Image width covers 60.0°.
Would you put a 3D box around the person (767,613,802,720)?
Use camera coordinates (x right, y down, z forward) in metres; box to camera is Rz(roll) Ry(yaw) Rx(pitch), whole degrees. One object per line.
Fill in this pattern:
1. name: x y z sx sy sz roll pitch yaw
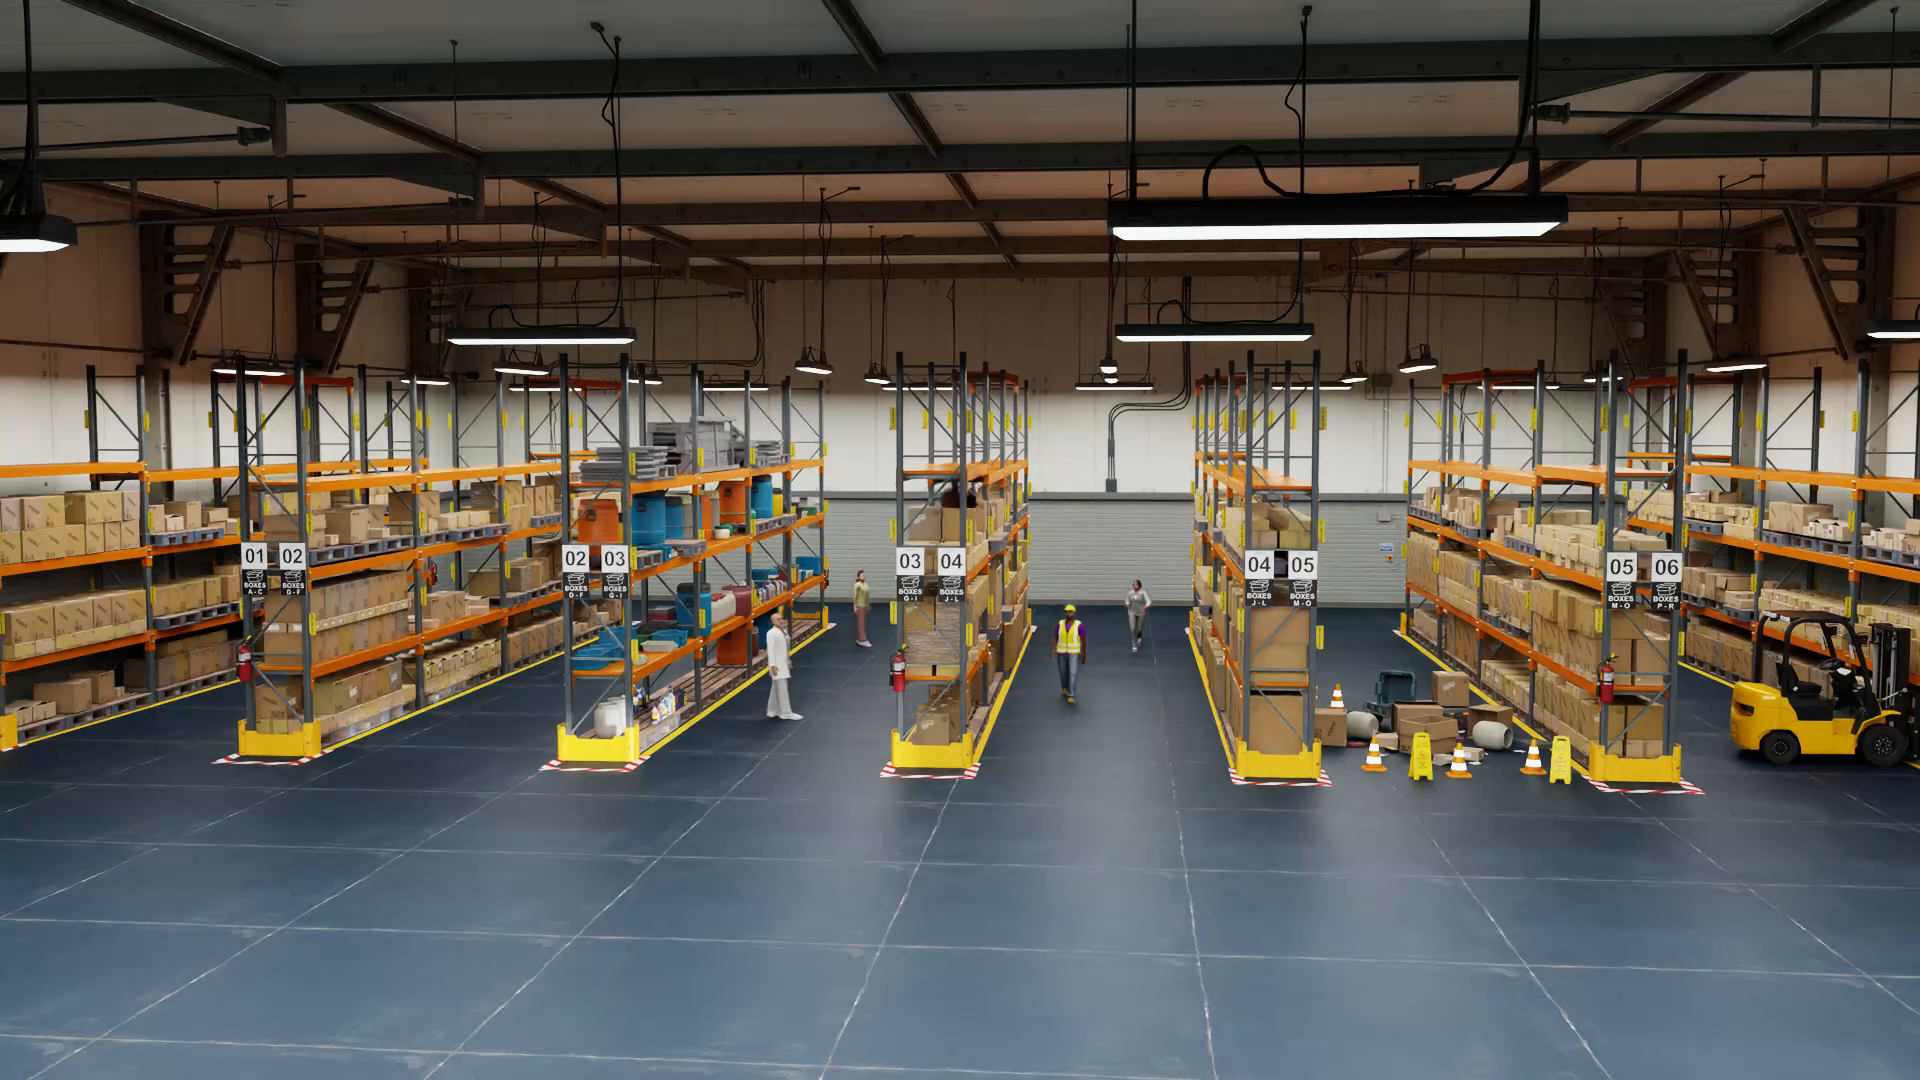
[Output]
1. person: -2.953 2.120 28.114 0.646 1.769 0.617 0 4 6

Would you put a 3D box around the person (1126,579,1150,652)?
1. person: 3.900 1.645 36.453 0.546 1.590 0.648 1 4 8

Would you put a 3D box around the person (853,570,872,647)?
1. person: -2.138 1.524 37.317 0.524 1.688 0.494 2 5 29

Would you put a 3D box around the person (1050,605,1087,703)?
1. person: 1.942 2.028 29.771 0.627 1.722 1.014 1 4 9
